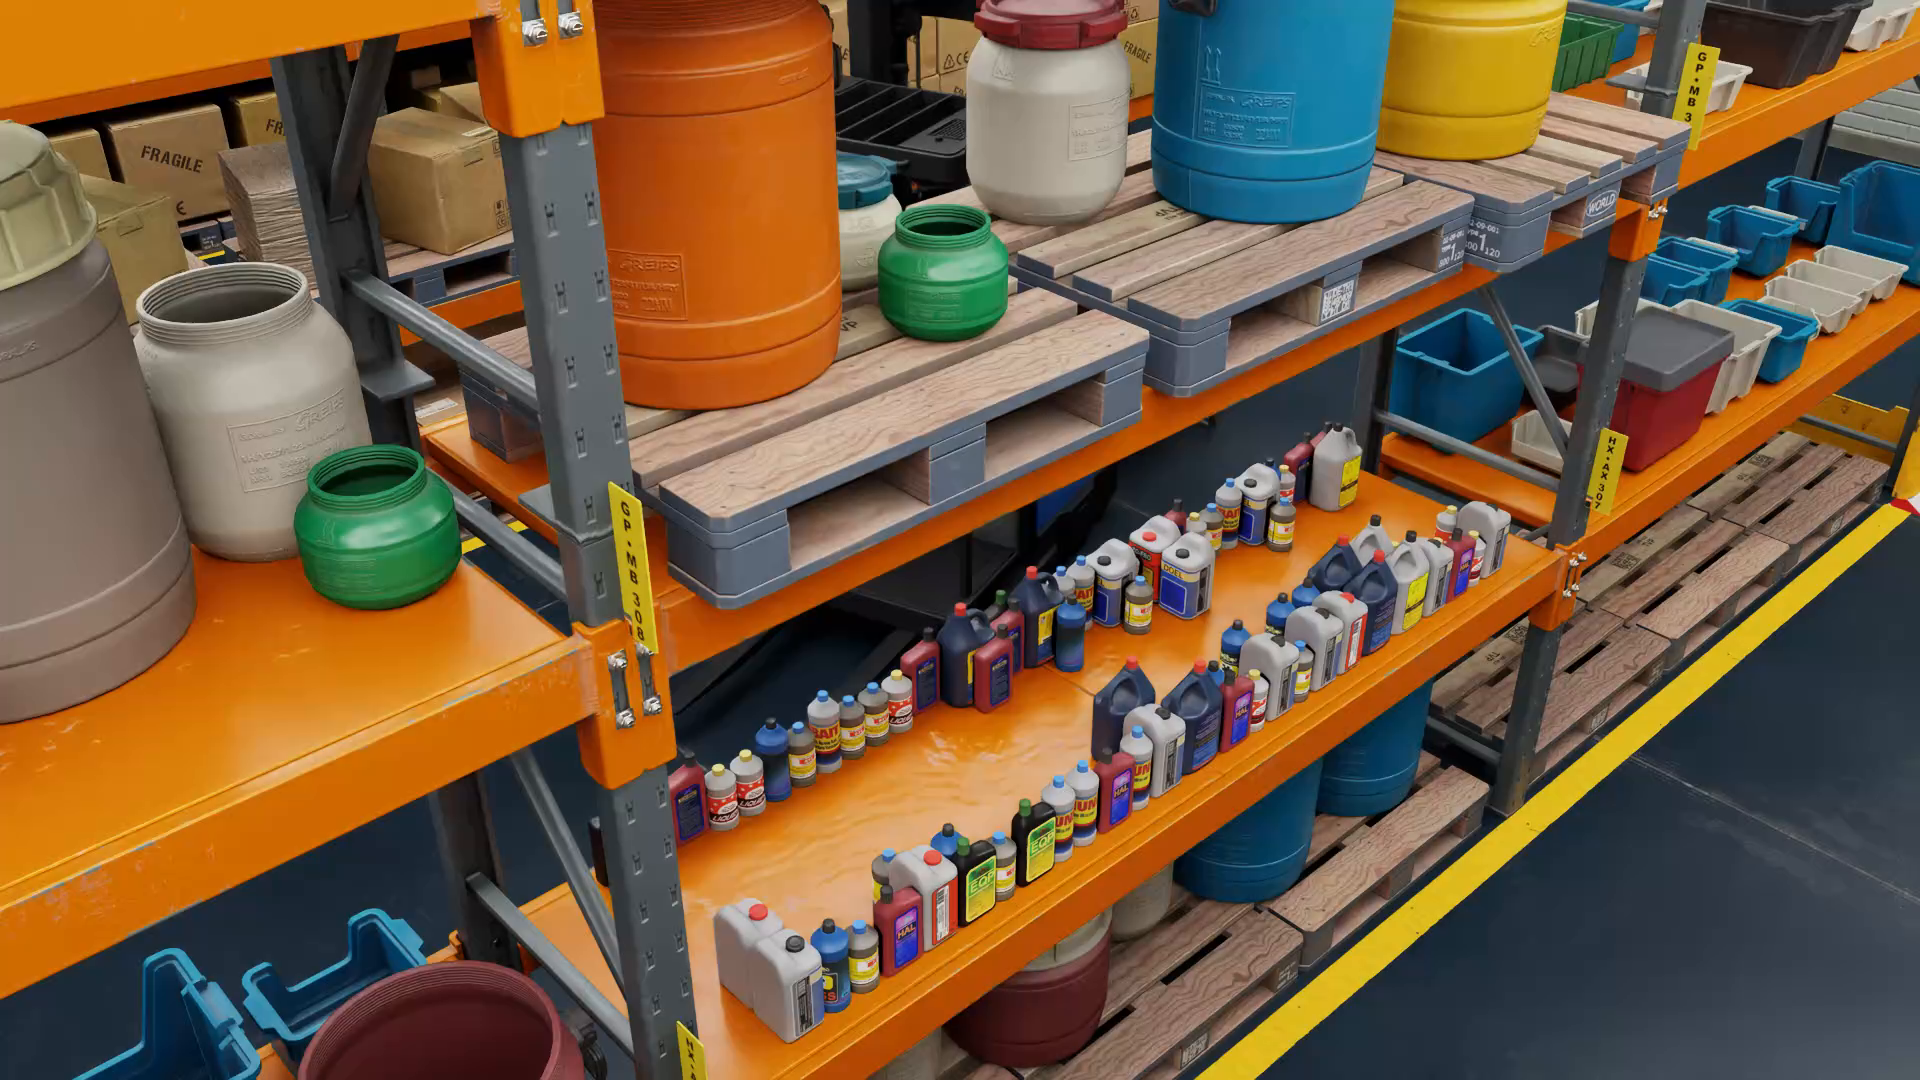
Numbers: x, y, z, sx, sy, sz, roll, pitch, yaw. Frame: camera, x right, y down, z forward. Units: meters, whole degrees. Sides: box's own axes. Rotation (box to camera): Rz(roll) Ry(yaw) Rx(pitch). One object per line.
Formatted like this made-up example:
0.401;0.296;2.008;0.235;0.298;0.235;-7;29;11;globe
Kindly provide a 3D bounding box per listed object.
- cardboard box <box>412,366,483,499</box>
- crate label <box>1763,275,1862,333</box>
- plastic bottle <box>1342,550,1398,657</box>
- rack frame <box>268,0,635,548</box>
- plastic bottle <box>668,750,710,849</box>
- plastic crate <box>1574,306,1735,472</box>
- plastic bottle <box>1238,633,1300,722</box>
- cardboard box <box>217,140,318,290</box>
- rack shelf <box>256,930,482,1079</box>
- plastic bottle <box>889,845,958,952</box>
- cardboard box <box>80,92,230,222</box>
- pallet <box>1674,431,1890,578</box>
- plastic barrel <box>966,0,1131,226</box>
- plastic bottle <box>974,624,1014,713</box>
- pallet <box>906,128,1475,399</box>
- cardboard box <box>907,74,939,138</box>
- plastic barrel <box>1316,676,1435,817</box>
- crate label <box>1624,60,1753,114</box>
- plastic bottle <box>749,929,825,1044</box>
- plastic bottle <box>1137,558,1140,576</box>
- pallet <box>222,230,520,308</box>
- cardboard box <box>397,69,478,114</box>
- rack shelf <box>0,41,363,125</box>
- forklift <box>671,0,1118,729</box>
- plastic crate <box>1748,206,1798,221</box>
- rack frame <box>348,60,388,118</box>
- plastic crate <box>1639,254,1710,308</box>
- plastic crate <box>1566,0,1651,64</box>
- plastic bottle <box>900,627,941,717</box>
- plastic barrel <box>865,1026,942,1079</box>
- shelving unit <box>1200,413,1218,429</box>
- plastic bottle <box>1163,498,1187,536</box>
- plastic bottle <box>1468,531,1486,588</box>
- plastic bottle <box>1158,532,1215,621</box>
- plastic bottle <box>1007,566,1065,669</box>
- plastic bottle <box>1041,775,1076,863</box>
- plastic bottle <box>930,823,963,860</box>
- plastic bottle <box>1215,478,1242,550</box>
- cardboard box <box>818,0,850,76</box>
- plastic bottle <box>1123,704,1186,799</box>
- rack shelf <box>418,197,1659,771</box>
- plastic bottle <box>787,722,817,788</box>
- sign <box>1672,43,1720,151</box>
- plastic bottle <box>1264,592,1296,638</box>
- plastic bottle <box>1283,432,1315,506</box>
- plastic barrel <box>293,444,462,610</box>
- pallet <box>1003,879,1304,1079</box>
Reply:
-2.677;-0.540;8.732;0.500;0.500;0.500;-27;41;-37;cardboard box
4.011;-1.106;7.879;0.243;0.136;0.396;-26;40;-35;crate label
1.375;0.199;5.596;0.185;0.351;0.144;-26;40;-35;plastic bottle
-0.971;-1.479;2.543;0.127;3.000;1.000;-26;40;-35;rack frame
-0.795;0.742;4.774;0.133;0.283;0.061;-26;40;-35;plastic bottle
2.788;-0.612;6.757;0.583;0.464;0.402;-26;40;-35;plastic crate
0.987;0.416;5.313;0.135;0.276;0.152;-26;40;-35;plastic bottle
-3.150;-1.555;7.920;0.500;0.500;0.700;-18;36;-27;cardboard box
-2.437;2.097;3.135;4.000;0.370;1.077;-26;40;-35;rack shelf
-0.094;0.939;4.457;0.135;0.276;0.152;-26;40;-35;plastic bottle
-5.812;-2.794;12.101;0.750;0.750;0.750;-24;39;-34;cardboard box
4.265;-0.290;9.022;1.213;0.211;1.003;-26;40;-35;pallet
0.227;-1.123;4.303;0.433;0.535;0.433;0;31;0;plastic barrel
0.108;0.408;5.320;0.133;0.283;0.061;-26;40;-35;plastic bottle
0.625;-0.819;4.519;1.213;0.211;1.003;-26;40;-35;pallet
-0.470;-2.537;9.927;0.500;0.500;0.500;-25;39;-35;cardboard box
1.552;0.564;6.561;0.708;0.901;0.600;-26;40;-35;plastic barrel
2.518;-1.569;5.817;0.466;0.136;0.293;-26;40;-35;crate label
-0.434;1.104;4.189;0.135;0.276;0.152;-26;40;-35;plastic bottle
0.581;0.124;5.862;0.097;0.201;0.097;0;31;0;plastic bottle
-2.913;-1.425;8.390;1.213;0.211;1.003;-26;40;-35;pallet
-4.155;-3.467;13.538;0.500;0.500;0.700;-25;39;-35;cardboard box
-6.240;-3.112;11.653;4.000;0.370;1.077;-26;40;-35;rack shelf
-0.285;-0.931;7.463;1.130;2.935;3.031;16;35;24;forklift
4.199;-1.627;8.730;0.298;0.136;0.250;-26;40;-35;plastic crate
-4.773;-4.128;12.626;0.127;3.000;1.000;-26;40;-35;rack frame
3.305;-1.176;7.901;0.300;0.233;0.416;-26;40;-35;plastic crate
2.413;-1.992;6.417;0.300;0.233;0.416;-26;40;-35;plastic crate
-0.126;0.418;5.303;0.133;0.283;0.061;-26;40;-35;plastic bottle
-0.270;1.548;5.325;0.421;0.512;0.421;0;31;0;plastic barrel
0.964;-1.223;9.312;1.048;1.500;0.538;-25;39;-35;shelving unit
0.752;-0.007;5.997;0.133;0.283;0.061;-26;40;-35;plastic bottle
1.827;0.061;5.965;0.097;0.201;0.097;0;31;0;plastic bottle
0.789;0.120;5.798;0.135;0.276;0.152;-26;40;-35;plastic bottle
0.252;0.236;5.536;0.185;0.351;0.144;-26;40;-35;plastic bottle
0.276;0.782;4.720;0.097;0.271;0.097;0;31;0;plastic bottle
-0.032;0.887;4.547;0.097;0.271;0.097;0;31;0;plastic bottle
0.992;-0.105;6.169;0.097;0.271;0.097;0;31;0;plastic bottle
-0.866;-2.763;9.339;0.500;0.500;0.500;-25;39;-34;cardboard box
0.583;0.612;4.993;0.135;0.276;0.152;-26;40;-35;plastic bottle
0.496;-0.602;4.673;4.000;0.370;1.077;-26;40;-35;rack shelf
-0.484;0.639;5.020;0.097;0.201;0.097;0;31;0;plastic bottle
2.335;-1.411;5.298;0.005;0.325;0.100;-26;40;-35;sign
1.059;0.295;5.515;0.097;0.271;0.097;0;31;0;plastic bottle
1.306;-0.274;6.435;0.133;0.283;0.061;-26;40;-35;plastic bottle
-1.117;-0.026;3.191;0.294;0.245;0.294;0;31;0;plastic barrel
0.473;1.544;6.023;1.213;0.211;1.003;-26;40;-35;pallet
